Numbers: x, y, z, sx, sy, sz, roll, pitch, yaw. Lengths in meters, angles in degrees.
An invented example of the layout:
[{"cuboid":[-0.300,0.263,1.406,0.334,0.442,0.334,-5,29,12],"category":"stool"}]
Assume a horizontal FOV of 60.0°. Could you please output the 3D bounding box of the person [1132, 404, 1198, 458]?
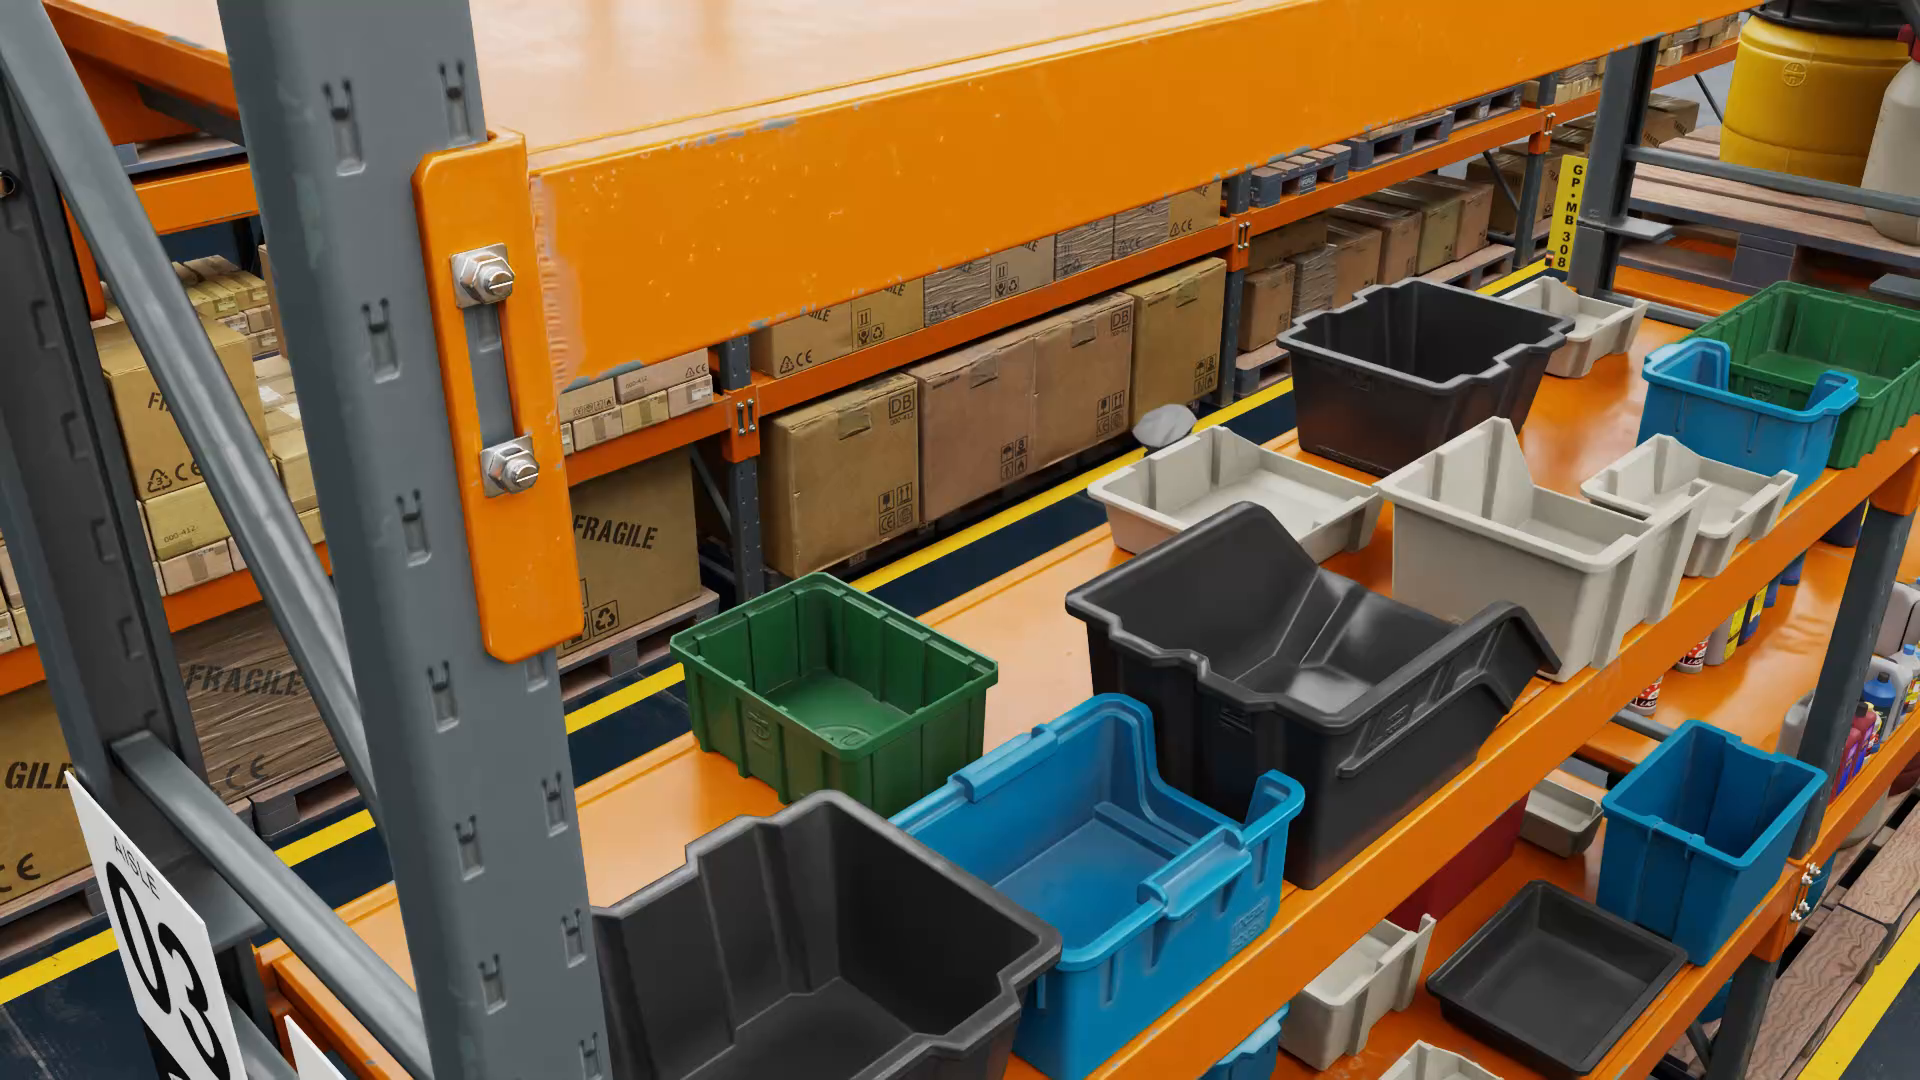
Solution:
[{"cuboid":[0.890,0.231,7.161,0.484,1.740,0.518,-15,31,-26],"category":"person"}]
